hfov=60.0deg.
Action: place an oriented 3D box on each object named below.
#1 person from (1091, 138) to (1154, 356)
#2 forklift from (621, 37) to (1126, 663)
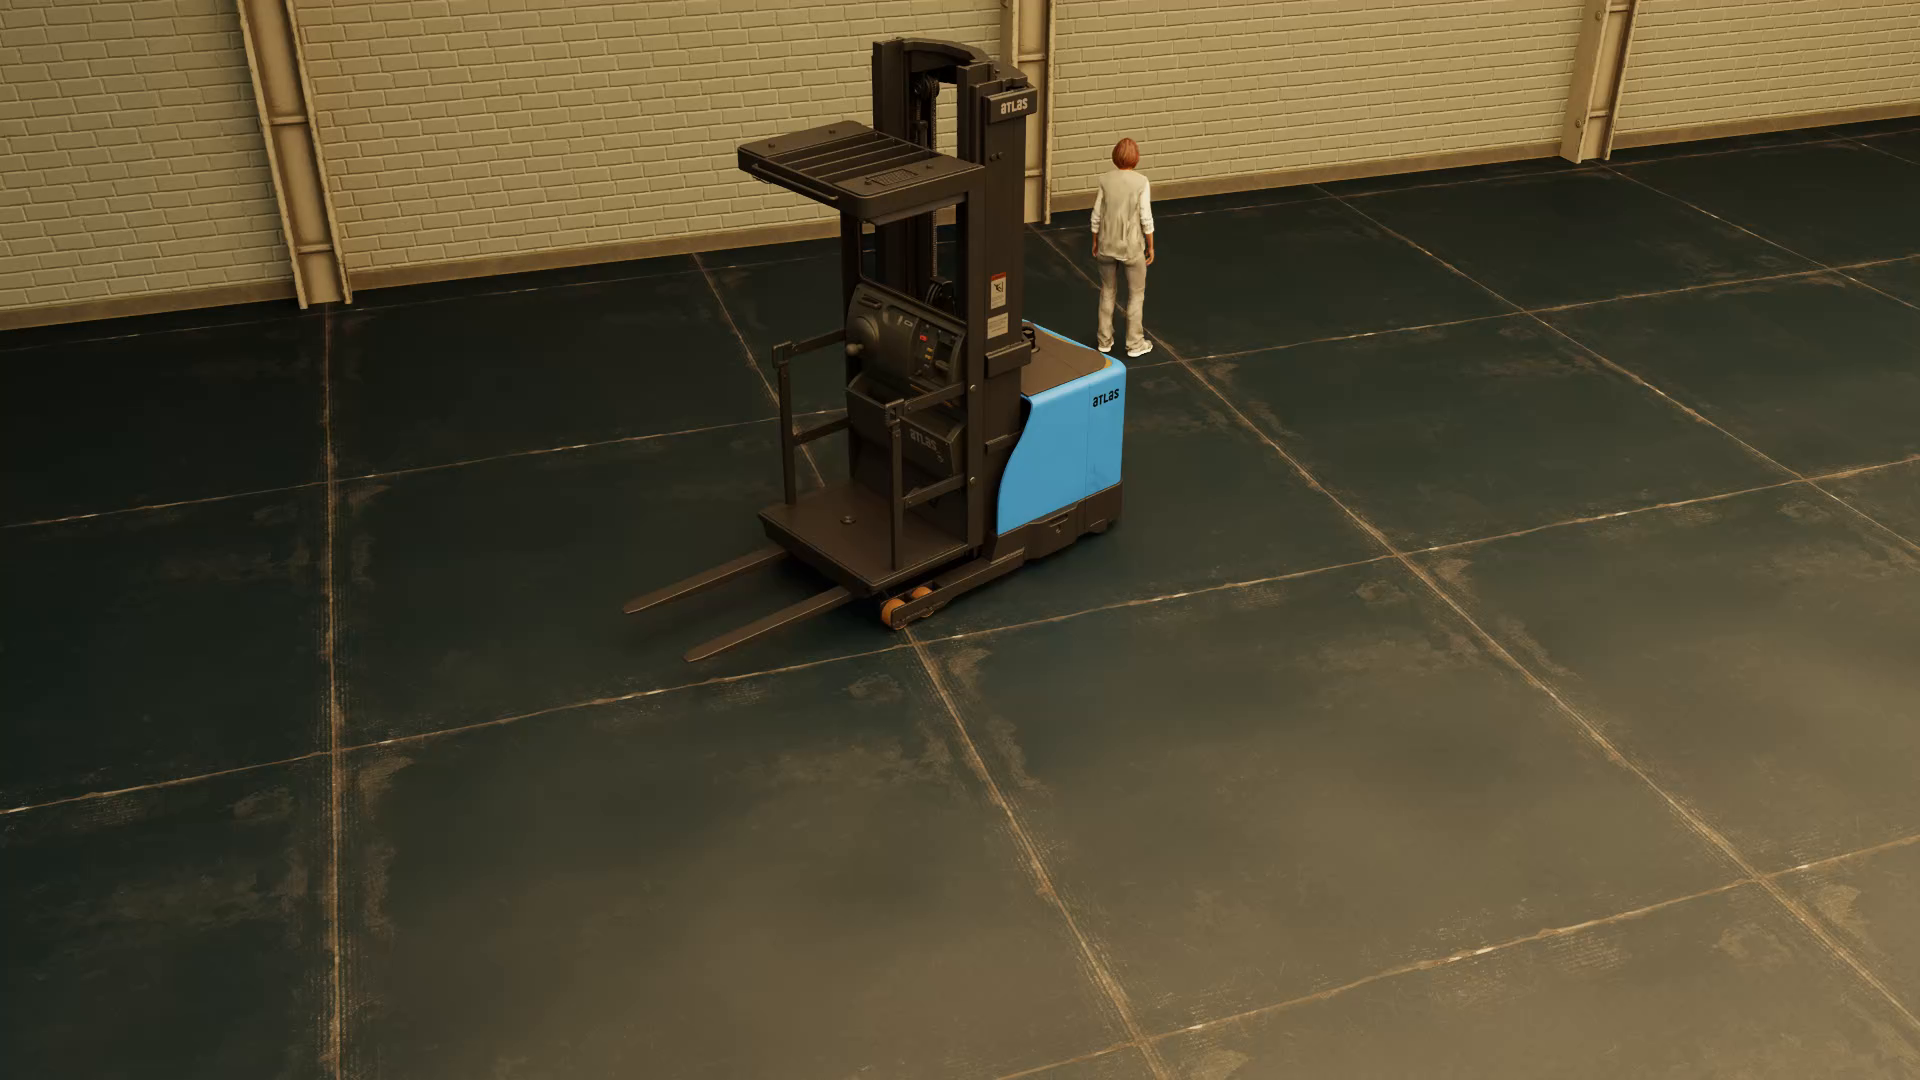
[{"bbox_3d":[1.183,-2.117,12.108,0.478,1.593,0.346,12,32,19],"label":"person"},{"bbox_3d":[-0.461,-1.072,8.951,3.031,2.935,1.130,-23,37,-34],"label":"forklift"}]
